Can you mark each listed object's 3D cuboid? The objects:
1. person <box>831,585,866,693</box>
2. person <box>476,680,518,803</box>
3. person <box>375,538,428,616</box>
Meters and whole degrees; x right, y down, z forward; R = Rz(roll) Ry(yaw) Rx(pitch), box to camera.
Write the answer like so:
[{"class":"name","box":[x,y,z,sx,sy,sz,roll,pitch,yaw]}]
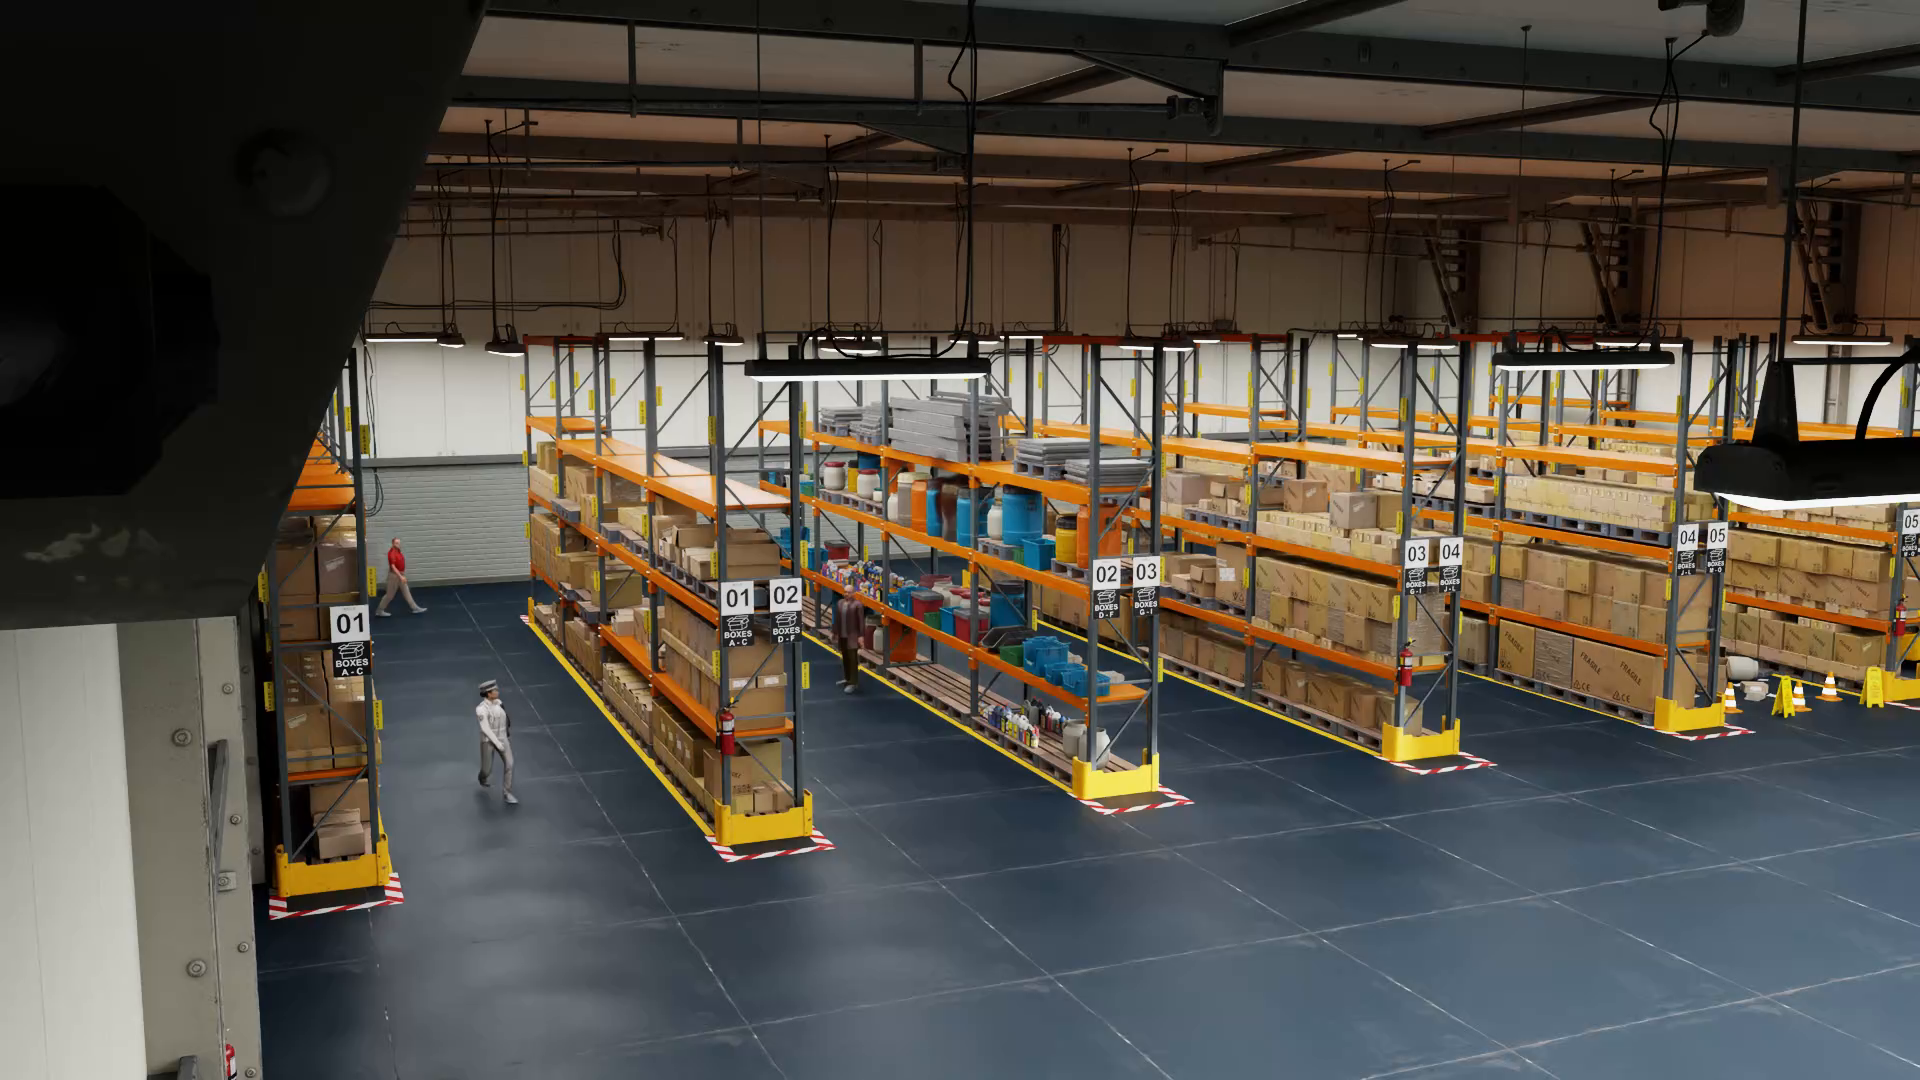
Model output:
[{"class":"person","box":[-1.955,1.654,28.312,0.643,1.797,0.599,5,9,34]},{"class":"person","box":[-6.142,2.629,21.985,0.458,1.572,0.921,-6,9,-37]},{"class":"person","box":[-11.786,0.756,35.476,0.751,1.635,0.675,-2,8,-13]}]
